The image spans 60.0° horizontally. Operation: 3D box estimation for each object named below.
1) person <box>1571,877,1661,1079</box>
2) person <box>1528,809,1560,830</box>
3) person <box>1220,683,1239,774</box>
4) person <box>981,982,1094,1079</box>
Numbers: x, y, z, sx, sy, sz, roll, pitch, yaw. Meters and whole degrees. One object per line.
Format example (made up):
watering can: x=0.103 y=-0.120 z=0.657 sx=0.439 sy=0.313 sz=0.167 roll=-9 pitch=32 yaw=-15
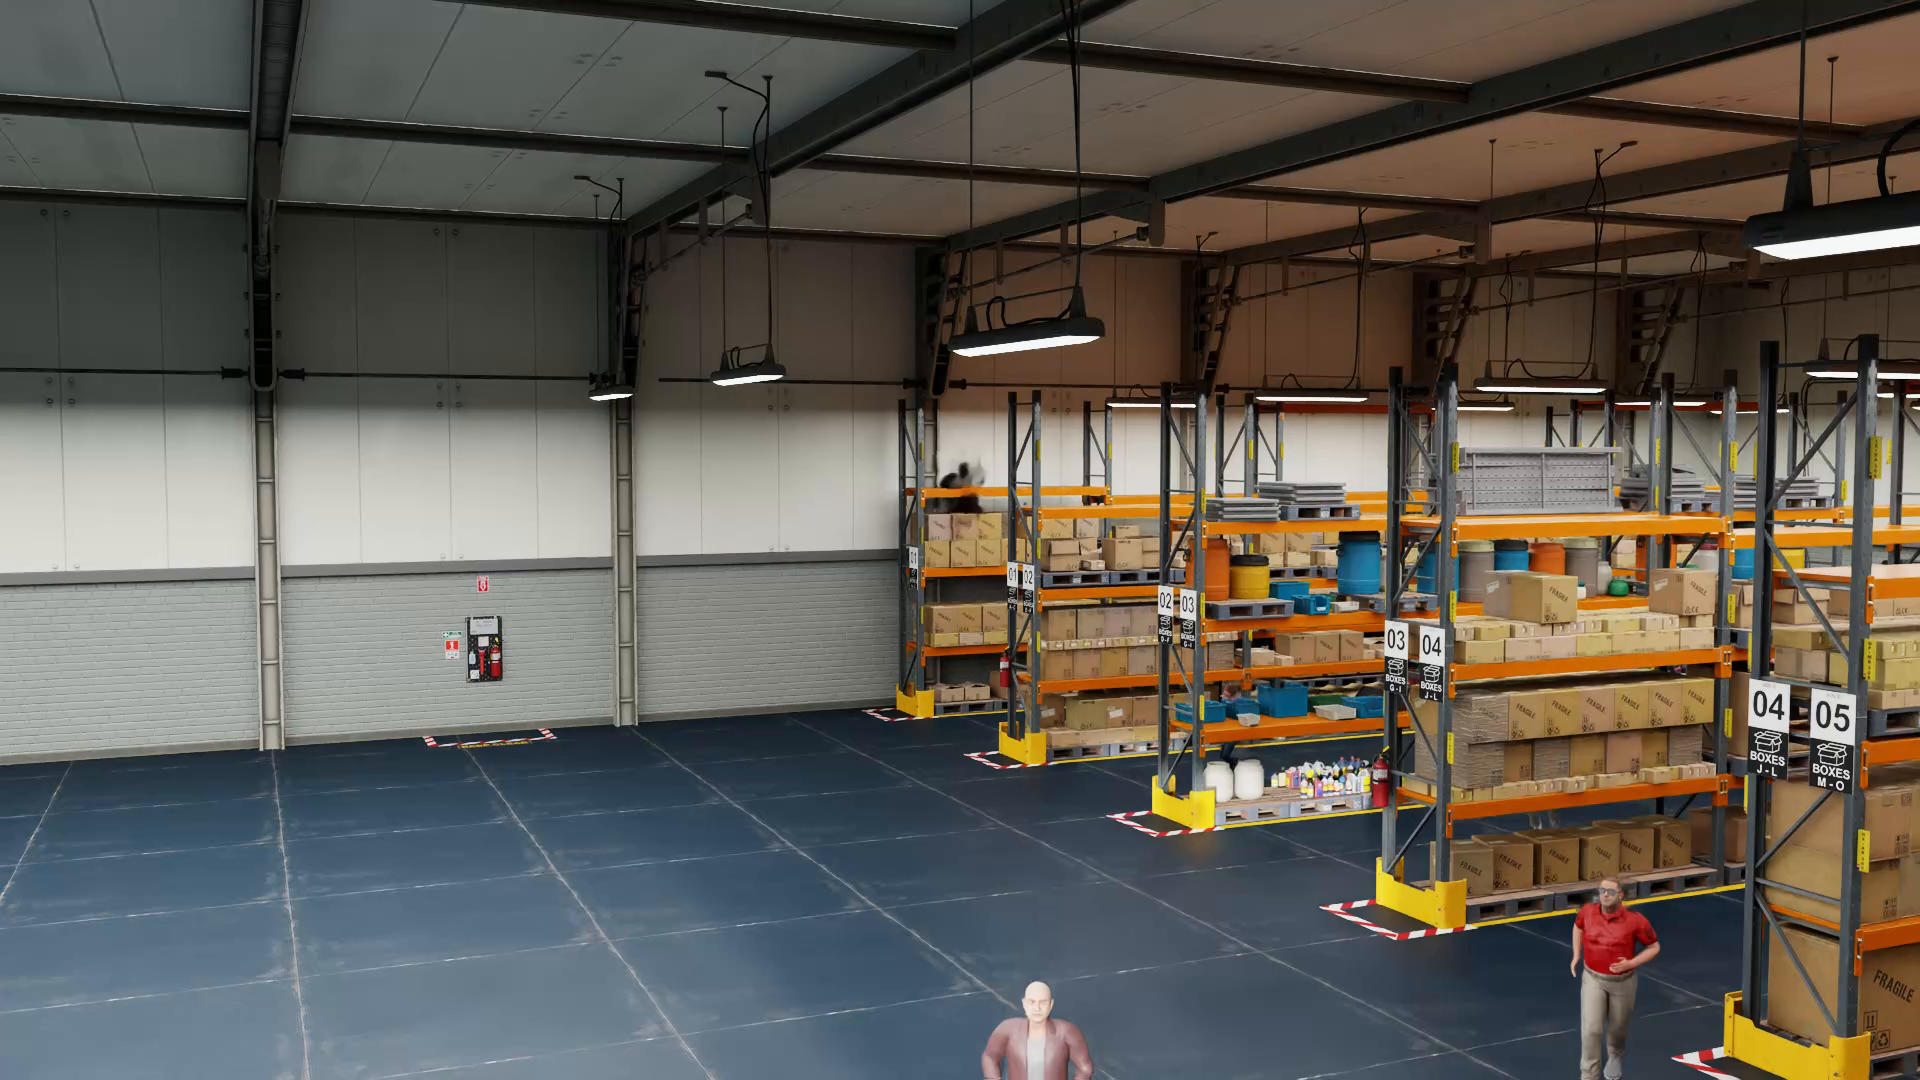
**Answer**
person: x=5.163 y=3.530 z=13.132 sx=0.677 sy=1.782 sz=0.842 roll=2 pitch=4 yaw=31
person: x=7.526 y=3.102 z=21.508 sx=0.667 sy=1.597 sz=0.505 roll=-3 pitch=4 yaw=-38
person: x=4.039 y=2.919 z=24.974 sx=0.533 sy=1.563 sz=0.553 roll=-2 pitch=4 yaw=-33
person: x=0.486 y=3.667 z=10.606 sx=0.726 sy=1.747 sz=0.716 roll=0 pitch=3 yaw=8
